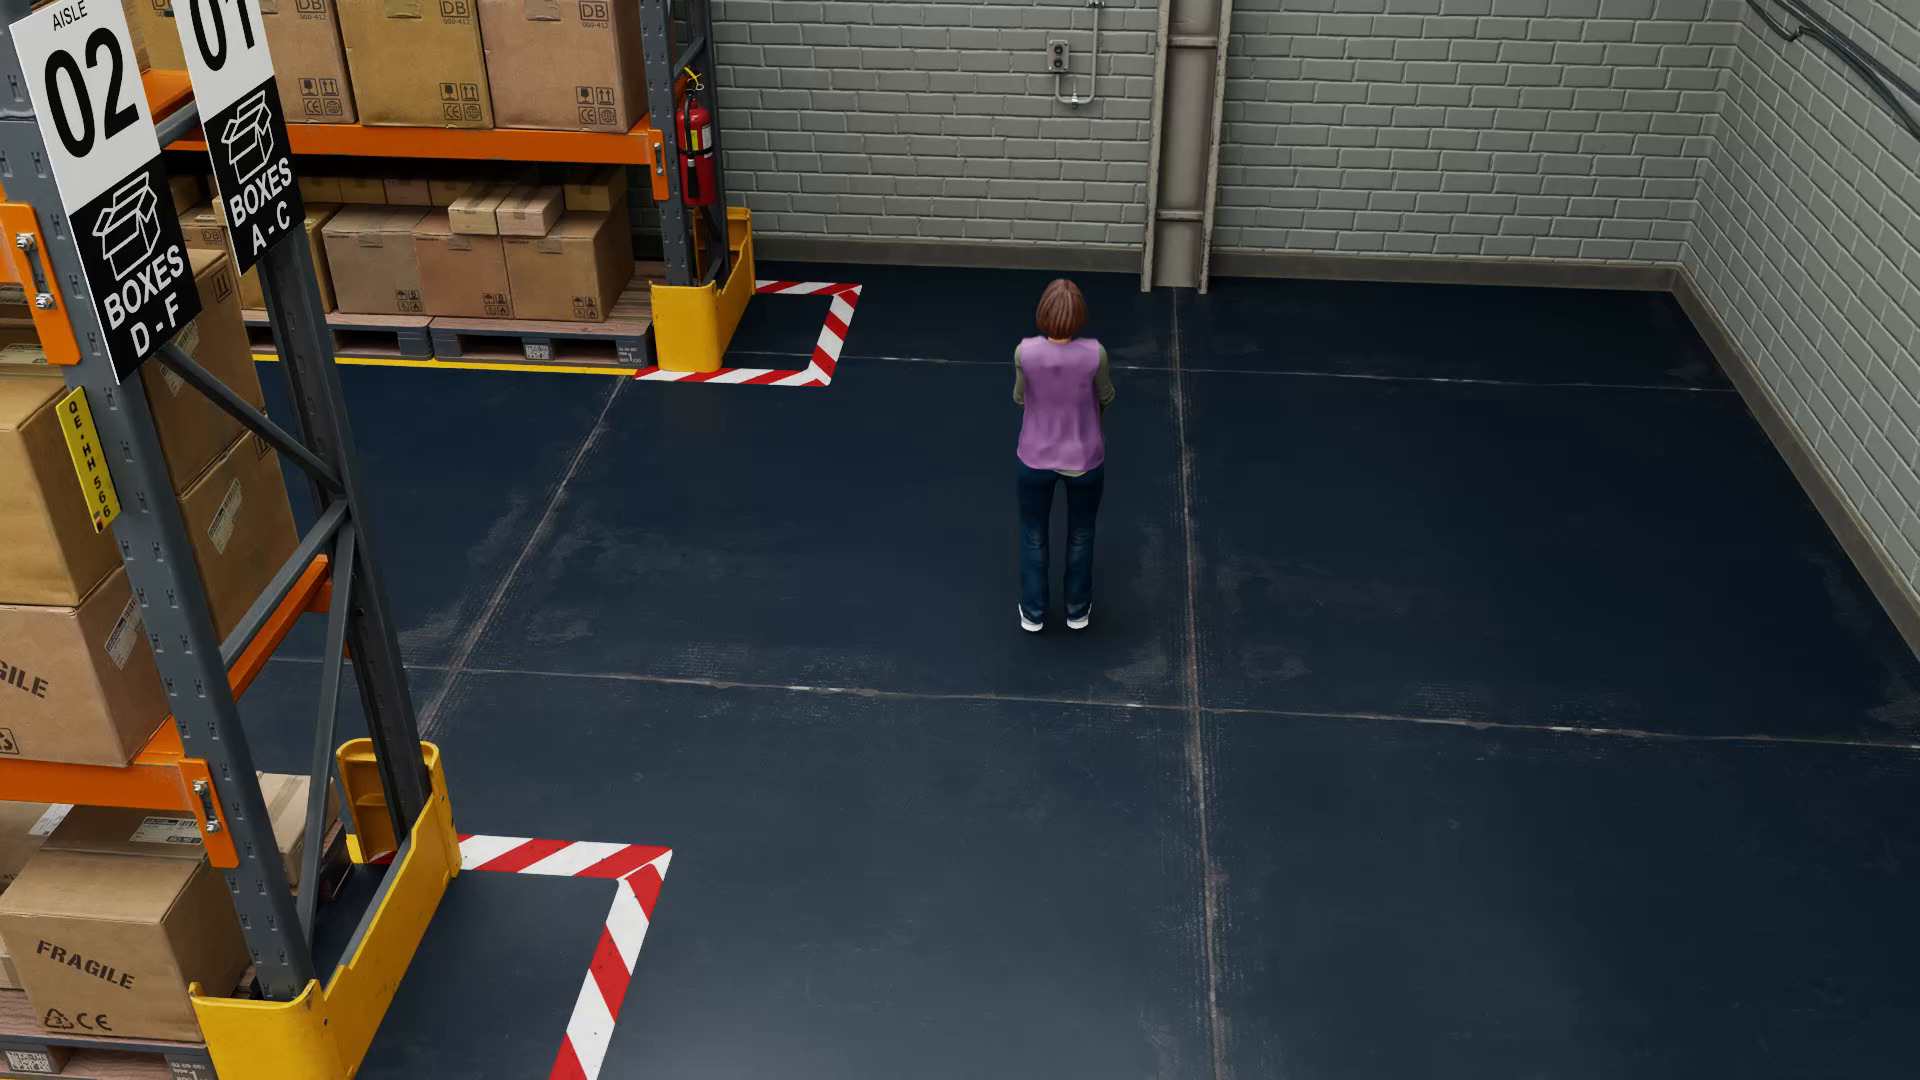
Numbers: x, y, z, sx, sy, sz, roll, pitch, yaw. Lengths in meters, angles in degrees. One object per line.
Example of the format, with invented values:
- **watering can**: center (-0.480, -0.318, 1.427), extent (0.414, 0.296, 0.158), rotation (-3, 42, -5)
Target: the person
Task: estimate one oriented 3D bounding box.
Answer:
- **person**: center (0.388, -0.321, 6.664), extent (0.485, 1.582, 0.344), rotation (1, 32, 1)
